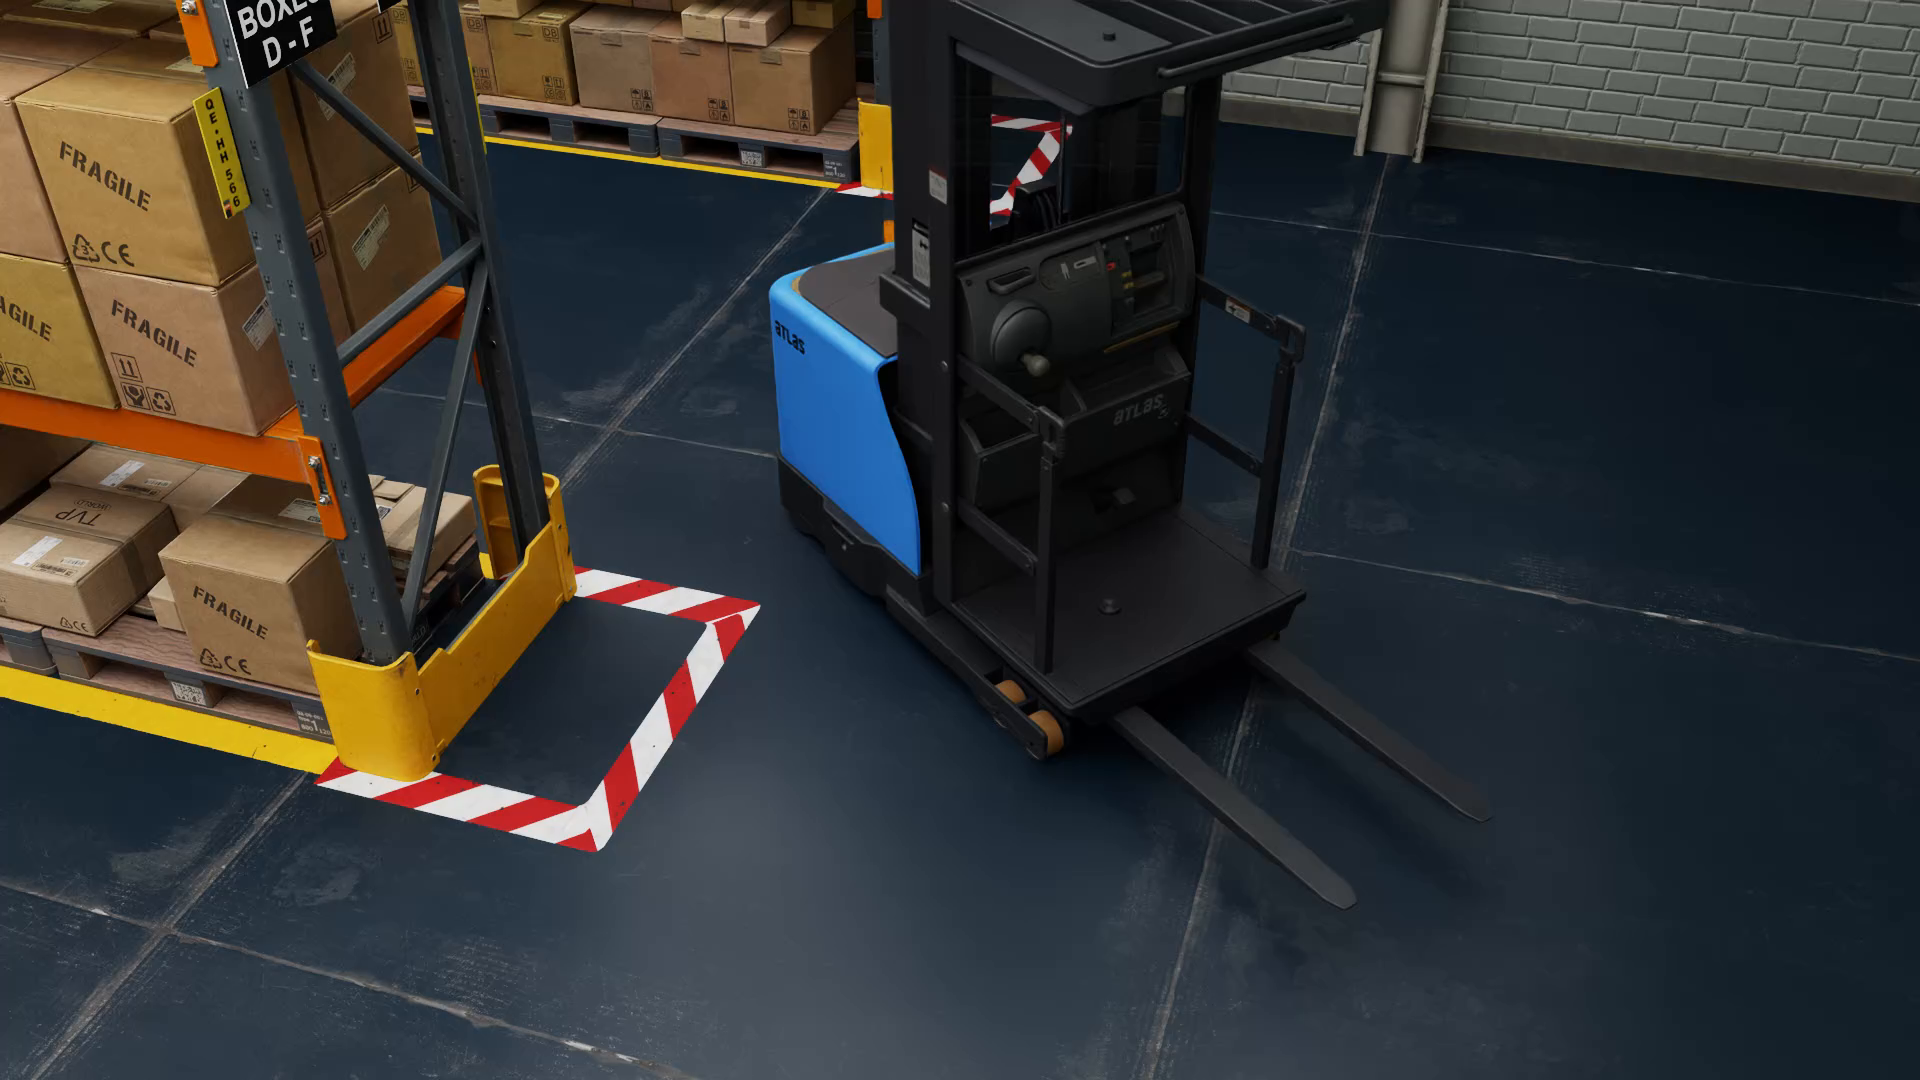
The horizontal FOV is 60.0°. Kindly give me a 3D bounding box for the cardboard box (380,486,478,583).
[{"bbox_3d":[-2.040,-0.023,6.285,0.250,0.149,0.380,10,38,14],"label":"cardboard box"}]

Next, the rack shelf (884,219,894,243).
[{"bbox_3d":[-0.224,-1.229,6.875,0.180,0.103,0.258,-1,36,-2],"label":"rack shelf"}]

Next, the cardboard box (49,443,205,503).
[{"bbox_3d":[-3.132,-0.229,6.479,0.500,0.250,0.500,10,38,14],"label":"cardboard box"}]

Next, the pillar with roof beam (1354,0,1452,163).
[{"bbox_3d":[1.282,-3.521,3.943,0.400,9.000,9.100,10,38,14],"label":"pillar with roof beam"}]

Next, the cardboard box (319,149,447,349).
[{"bbox_3d":[-2.088,-0.993,5.485,0.500,0.500,0.500,11,38,15],"label":"cardboard box"}]

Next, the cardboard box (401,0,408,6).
[{"bbox_3d":[-3.131,-3.306,9.918,0.250,0.149,0.380,12,38,15],"label":"cardboard box"}]

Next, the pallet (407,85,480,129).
[{"bbox_3d":[-3.385,-2.934,10.559,1.213,0.211,1.003,10,38,14],"label":"pallet"}]

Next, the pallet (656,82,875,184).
[{"bbox_3d":[-1.056,-2.503,9.973,1.213,0.211,1.003,10,38,14],"label":"pallet"}]

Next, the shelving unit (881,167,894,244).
[{"bbox_3d":[-0.223,-0.975,7.062,0.189,1.200,0.258,-1,36,-2],"label":"shelving unit"}]

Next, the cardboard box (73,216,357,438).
[{"bbox_3d":[-2.251,-0.691,5.074,0.500,0.500,0.500,12,38,15],"label":"cardboard box"}]

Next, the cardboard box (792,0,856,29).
[{"bbox_3d":[-0.788,-3.111,9.653,0.250,0.149,0.380,11,38,14],"label":"cardboard box"}]

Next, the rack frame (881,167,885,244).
[{"bbox_3d":[-0.315,-0.973,7.059,0.006,1.200,0.240,-1,36,-2],"label":"rack frame"}]

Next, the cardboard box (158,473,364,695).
[{"bbox_3d":[-2.335,0.147,5.757,0.500,0.500,0.500,10,38,14],"label":"cardboard box"}]

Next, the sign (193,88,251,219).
[{"bbox_3d":[-1.927,-1.009,4.346,0.005,0.325,0.100,10,38,14],"label":"sign"}]

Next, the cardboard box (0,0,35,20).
[{"bbox_3d":[-3.065,-1.575,5.432,0.500,0.500,0.500,11,38,15],"label":"cardboard box"}]

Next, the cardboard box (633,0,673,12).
[{"bbox_3d":[-1.754,-3.289,9.895,0.250,0.149,0.380,11,38,15],"label":"cardboard box"}]

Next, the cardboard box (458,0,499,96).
[{"bbox_3d":[-2.925,-3.118,10.210,0.500,0.500,0.700,10,38,13],"label":"cardboard box"}]

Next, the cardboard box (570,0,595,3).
[{"bbox_3d":[-2.240,-3.379,10.018,0.250,0.149,0.380,10,37,13],"label":"cardboard box"}]

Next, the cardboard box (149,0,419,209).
[{"bbox_3d":[-2.088,-1.396,5.188,0.500,0.500,0.500,12,38,15],"label":"cardboard box"}]

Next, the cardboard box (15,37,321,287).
[{"bbox_3d":[-2.249,-1.092,4.775,0.500,0.500,0.500,10,38,13],"label":"cardboard box"}]

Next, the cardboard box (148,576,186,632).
[{"bbox_3d":[-2.695,0.159,6.022,0.250,0.166,0.380,10,38,14],"label":"cardboard box"}]

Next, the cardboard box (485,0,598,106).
[{"bbox_3d":[-2.436,-3.026,10.085,0.500,0.500,0.700,11,38,15],"label":"cardboard box"}]

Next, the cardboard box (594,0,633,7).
[{"bbox_3d":[-1.999,-3.334,9.956,0.250,0.149,0.380,11,38,14],"label":"cardboard box"}]

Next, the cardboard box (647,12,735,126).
[{"bbox_3d":[-1.445,-2.847,9.842,0.500,0.500,0.700,10,38,14],"label":"cardboard box"}]

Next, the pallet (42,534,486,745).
[{"bbox_3d":[-2.576,0.244,6.241,1.213,0.211,1.003,10,38,14],"label":"pallet"}]

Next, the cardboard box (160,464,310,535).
[{"bbox_3d":[-2.654,-0.140,6.359,0.500,0.250,0.500,10,38,14],"label":"cardboard box"}]

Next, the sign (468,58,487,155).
[{"bbox_3d":[-1.581,-1.381,5.366,0.005,0.325,0.100,10,38,14],"label":"sign"}]

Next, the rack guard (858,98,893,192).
[{"bbox_3d":[-0.246,-2.518,9.749,0.348,0.500,1.175,10,38,14],"label":"rack guard"}]

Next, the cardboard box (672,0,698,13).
[{"bbox_3d":[-1.511,-3.244,9.835,0.250,0.149,0.380,11,38,14],"label":"cardboard box"}]

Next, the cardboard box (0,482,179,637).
[{"bbox_3d":[-3.233,0.063,6.082,0.500,0.250,0.500,10,38,14],"label":"cardboard box"}]

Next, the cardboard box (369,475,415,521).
[{"bbox_3d":[-2.278,-0.074,6.339,0.250,0.166,0.380,10,38,14],"label":"cardboard box"}]

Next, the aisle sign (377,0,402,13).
[{"bbox_3d":[-1.590,-1.927,4.644,0.004,0.787,0.394,10,38,14],"label":"aisle sign"}]

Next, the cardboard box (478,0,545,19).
[{"bbox_3d":[-2.633,-3.214,9.793,0.250,0.149,0.380,9,37,13],"label":"cardboard box"}]

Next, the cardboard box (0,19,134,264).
[{"bbox_3d":[-2.732,-1.180,4.895,0.500,0.500,0.500,12,38,15],"label":"cardboard box"}]

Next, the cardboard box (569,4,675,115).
[{"bbox_3d":[-1.925,-2.935,9.962,0.500,0.500,0.700,9,37,12],"label":"cardboard box"}]

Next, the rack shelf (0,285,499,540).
[{"bbox_3d":[-3.652,-0.789,5.899,4.000,0.370,1.077,10,38,14],"label":"rack shelf"}]

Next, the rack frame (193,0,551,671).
[{"bbox_3d":[-1.743,-0.726,5.205,0.127,3.000,1.000,10,38,14],"label":"rack frame"}]

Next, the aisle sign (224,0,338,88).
[{"bbox_3d":[-1.769,-1.587,4.183,0.004,0.787,0.394,10,38,14],"label":"aisle sign"}]

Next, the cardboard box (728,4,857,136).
[{"bbox_3d":[-0.967,-2.759,9.722,0.500,0.500,0.700,10,38,14],"label":"cardboard box"}]

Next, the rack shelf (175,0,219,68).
[{"bbox_3d":[-3.652,-1.997,5.010,4.000,0.370,1.077,10,38,14],"label":"rack shelf"}]

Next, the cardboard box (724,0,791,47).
[{"bbox_3d":[-1.144,-2.939,9.420,0.250,0.149,0.380,10,38,13],"label":"cardboard box"}]

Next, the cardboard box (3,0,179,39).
[{"bbox_3d":[-2.589,-1.484,5.308,0.500,0.500,0.500,11,38,14],"label":"cardboard box"}]

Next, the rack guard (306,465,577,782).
[{"bbox_3d":[-1.815,0.268,5.964,0.348,0.500,1.175,10,38,14],"label":"rack guard"}]

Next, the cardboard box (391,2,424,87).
[{"bbox_3d":[-3.404,-3.208,10.333,0.500,0.500,0.700,11,38,14],"label":"cardboard box"}]

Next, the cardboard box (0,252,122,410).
[{"bbox_3d":[-2.748,-0.781,5.196,0.500,0.500,0.500,11,38,14],"label":"cardboard box"}]

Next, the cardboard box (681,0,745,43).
[{"bbox_3d":[-1.388,-2.984,9.481,0.250,0.149,0.380,11,38,15],"label":"cardboard box"}]

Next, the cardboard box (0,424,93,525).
[{"bbox_3d":[-3.766,-0.275,6.328,0.637,0.503,0.797,10,38,14],"label":"cardboard box"}]

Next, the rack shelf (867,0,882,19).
[{"bbox_3d":[-2.178,-3.593,9.708,4.000,0.370,1.077,10,38,14],"label":"rack shelf"}]

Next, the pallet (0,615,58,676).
[{"bbox_3d":[-3.737,0.027,6.535,1.213,0.211,1.003,10,38,14],"label":"pallet"}]

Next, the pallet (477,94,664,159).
[{"bbox_3d":[-2.216,-2.720,10.267,1.213,0.211,1.003,10,38,14],"label":"pallet"}]

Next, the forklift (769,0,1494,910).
[{"bbox_3d":[0.524,-0.757,5.305,1.130,2.935,3.031,-23,42,-28],"label":"forklift"}]

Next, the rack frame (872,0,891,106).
[{"bbox_3d":[-0.269,-3.529,9.014,0.127,3.000,1.000,10,38,14],"label":"rack frame"}]
